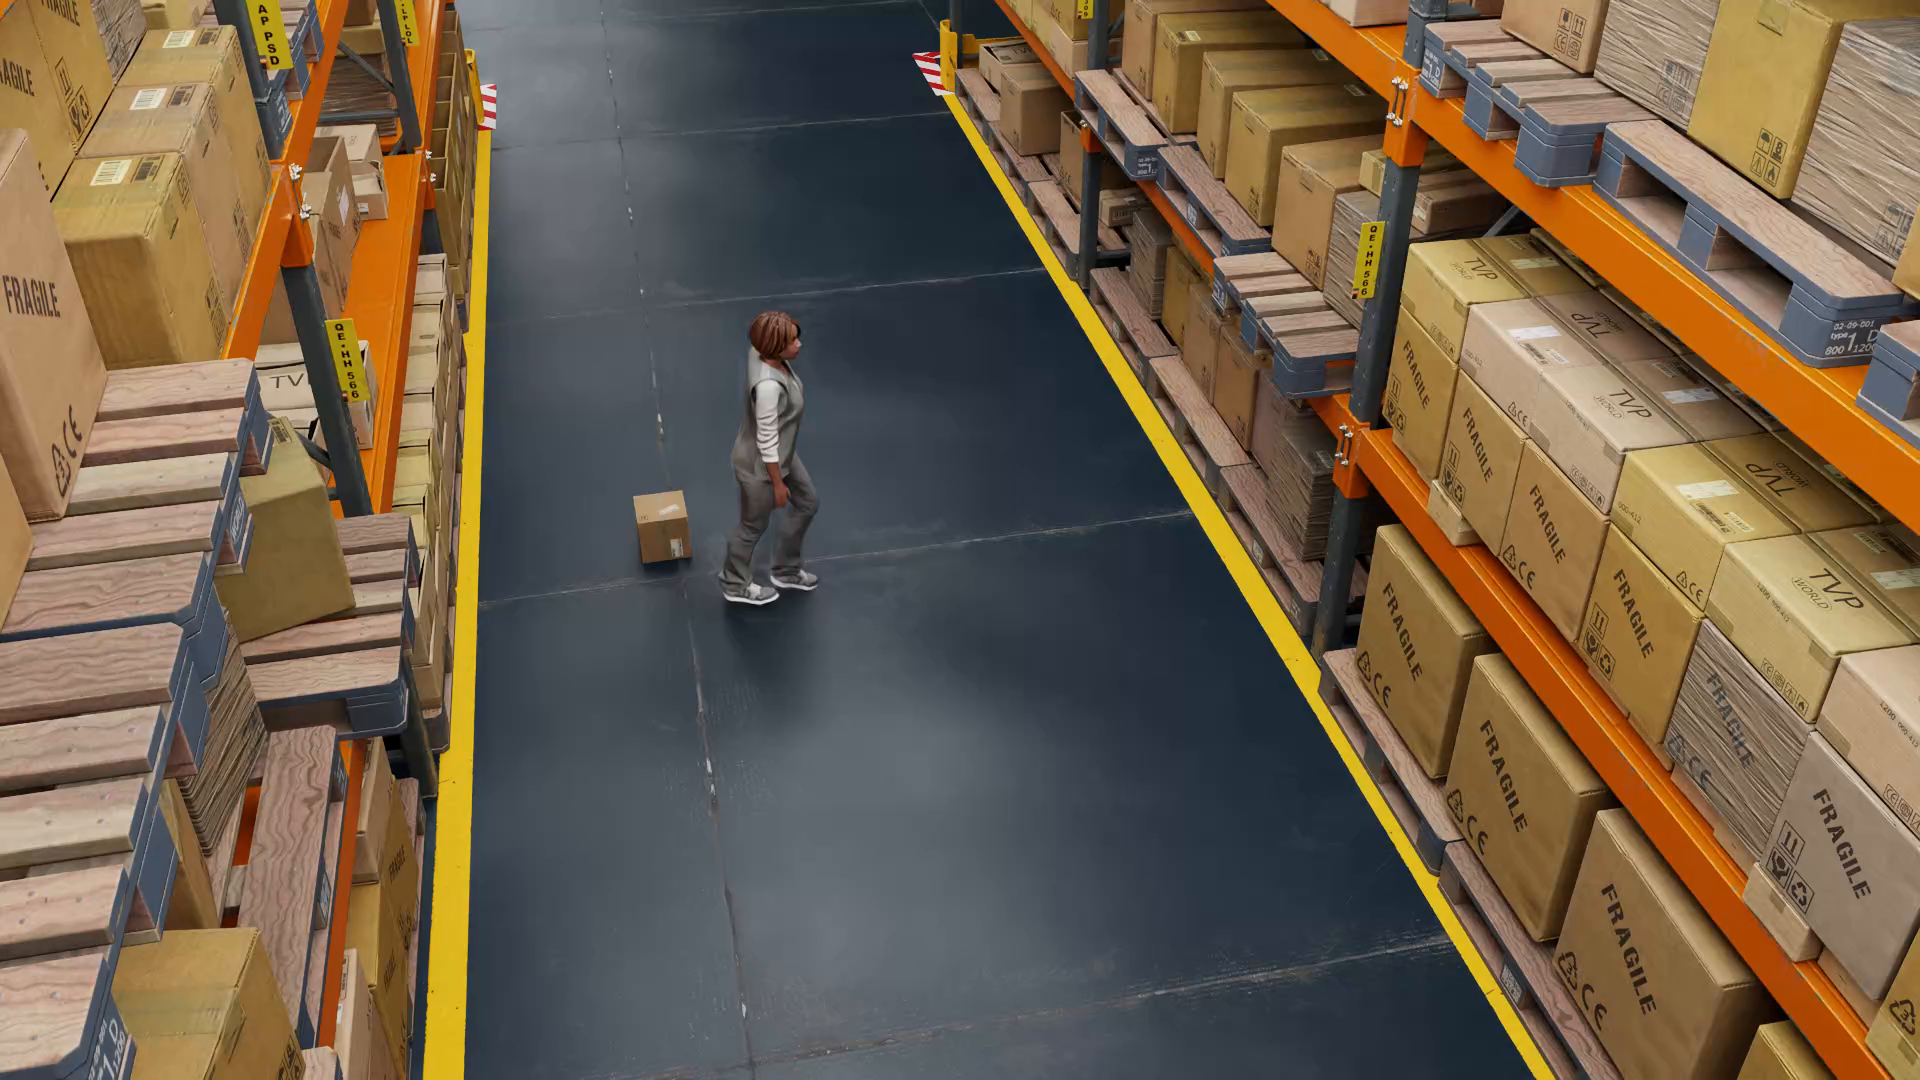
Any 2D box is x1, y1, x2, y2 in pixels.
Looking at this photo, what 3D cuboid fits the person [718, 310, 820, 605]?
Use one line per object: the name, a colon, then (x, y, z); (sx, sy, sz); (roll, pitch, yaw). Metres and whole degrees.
person: (-0.920, -0.336, 7.639); (0.502, 1.596, 0.442); (1, 35, 2)
